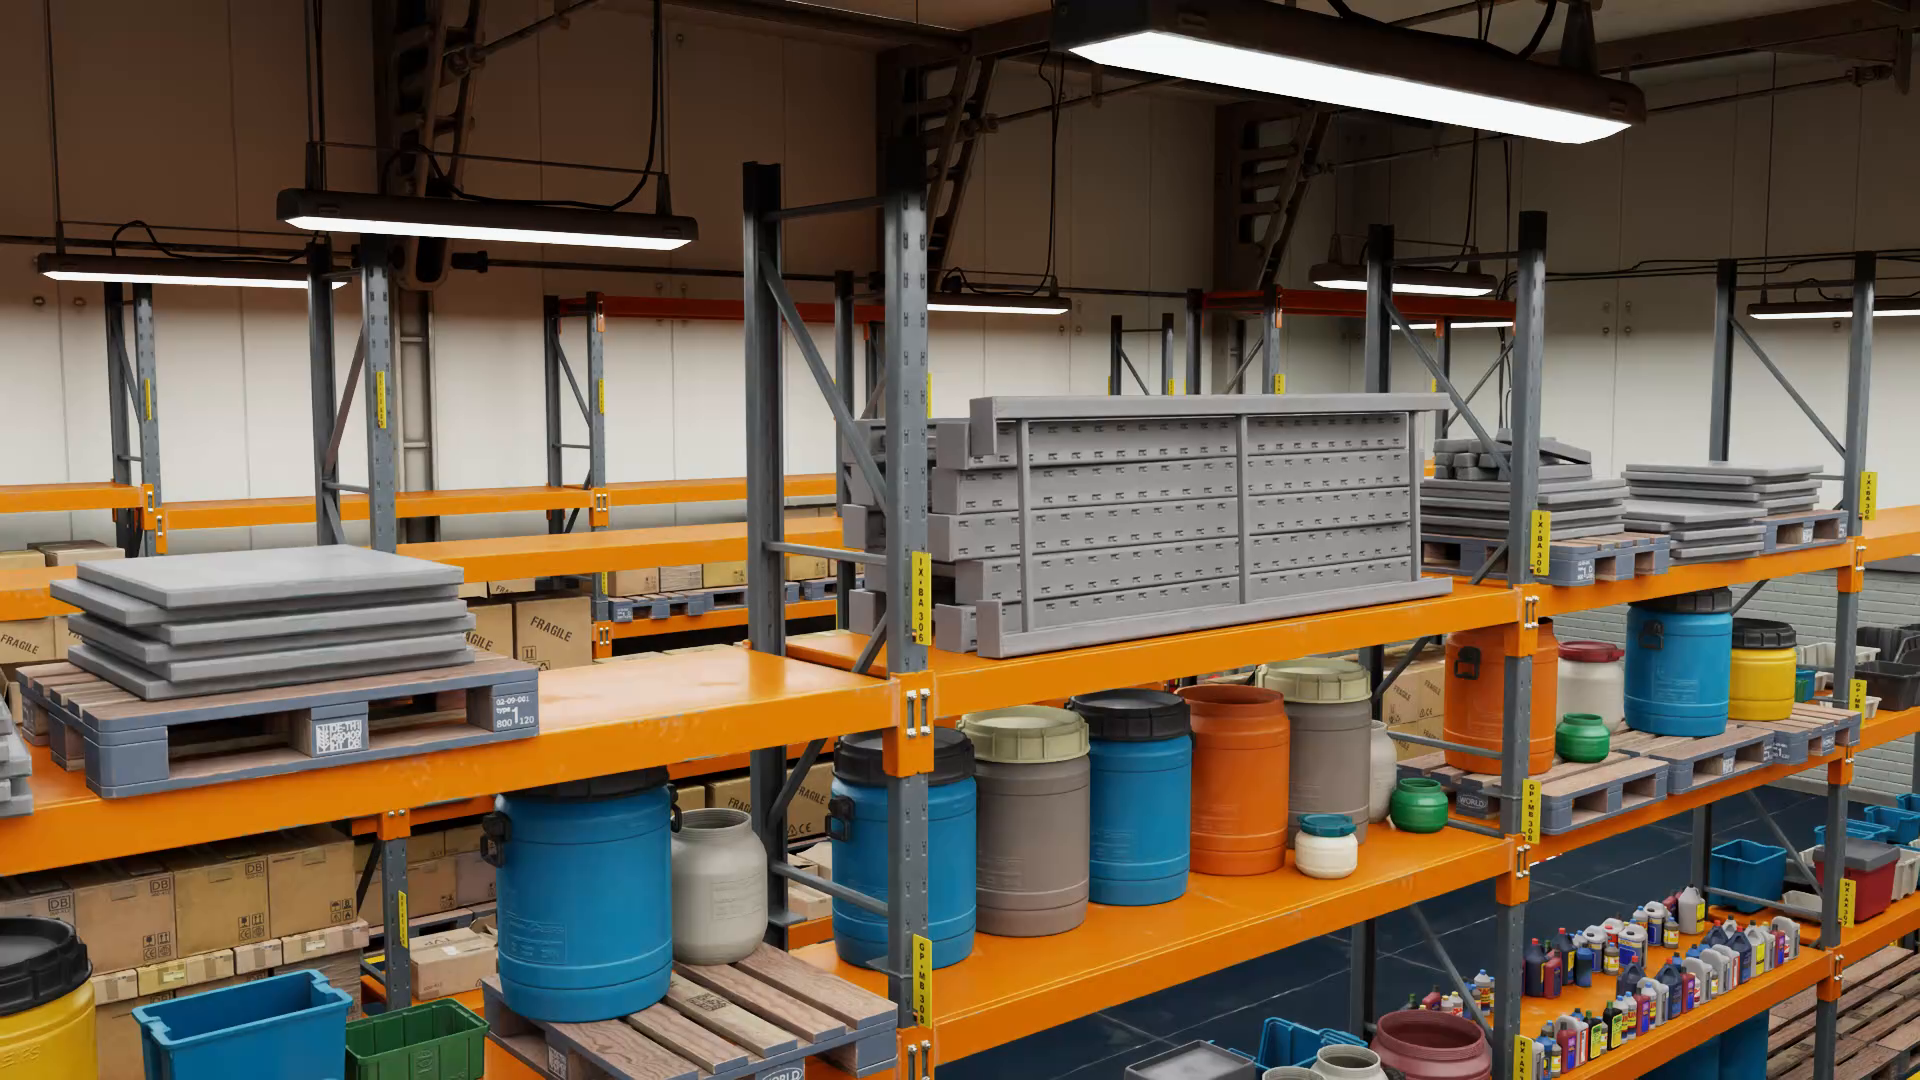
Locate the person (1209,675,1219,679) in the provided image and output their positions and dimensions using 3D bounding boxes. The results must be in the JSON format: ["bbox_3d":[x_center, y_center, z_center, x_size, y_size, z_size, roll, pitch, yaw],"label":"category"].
[{"bbox_3d":[2.933,2.431,19.124,0.594,1.803,0.401,-2,6,-15],"label":"person"}]
